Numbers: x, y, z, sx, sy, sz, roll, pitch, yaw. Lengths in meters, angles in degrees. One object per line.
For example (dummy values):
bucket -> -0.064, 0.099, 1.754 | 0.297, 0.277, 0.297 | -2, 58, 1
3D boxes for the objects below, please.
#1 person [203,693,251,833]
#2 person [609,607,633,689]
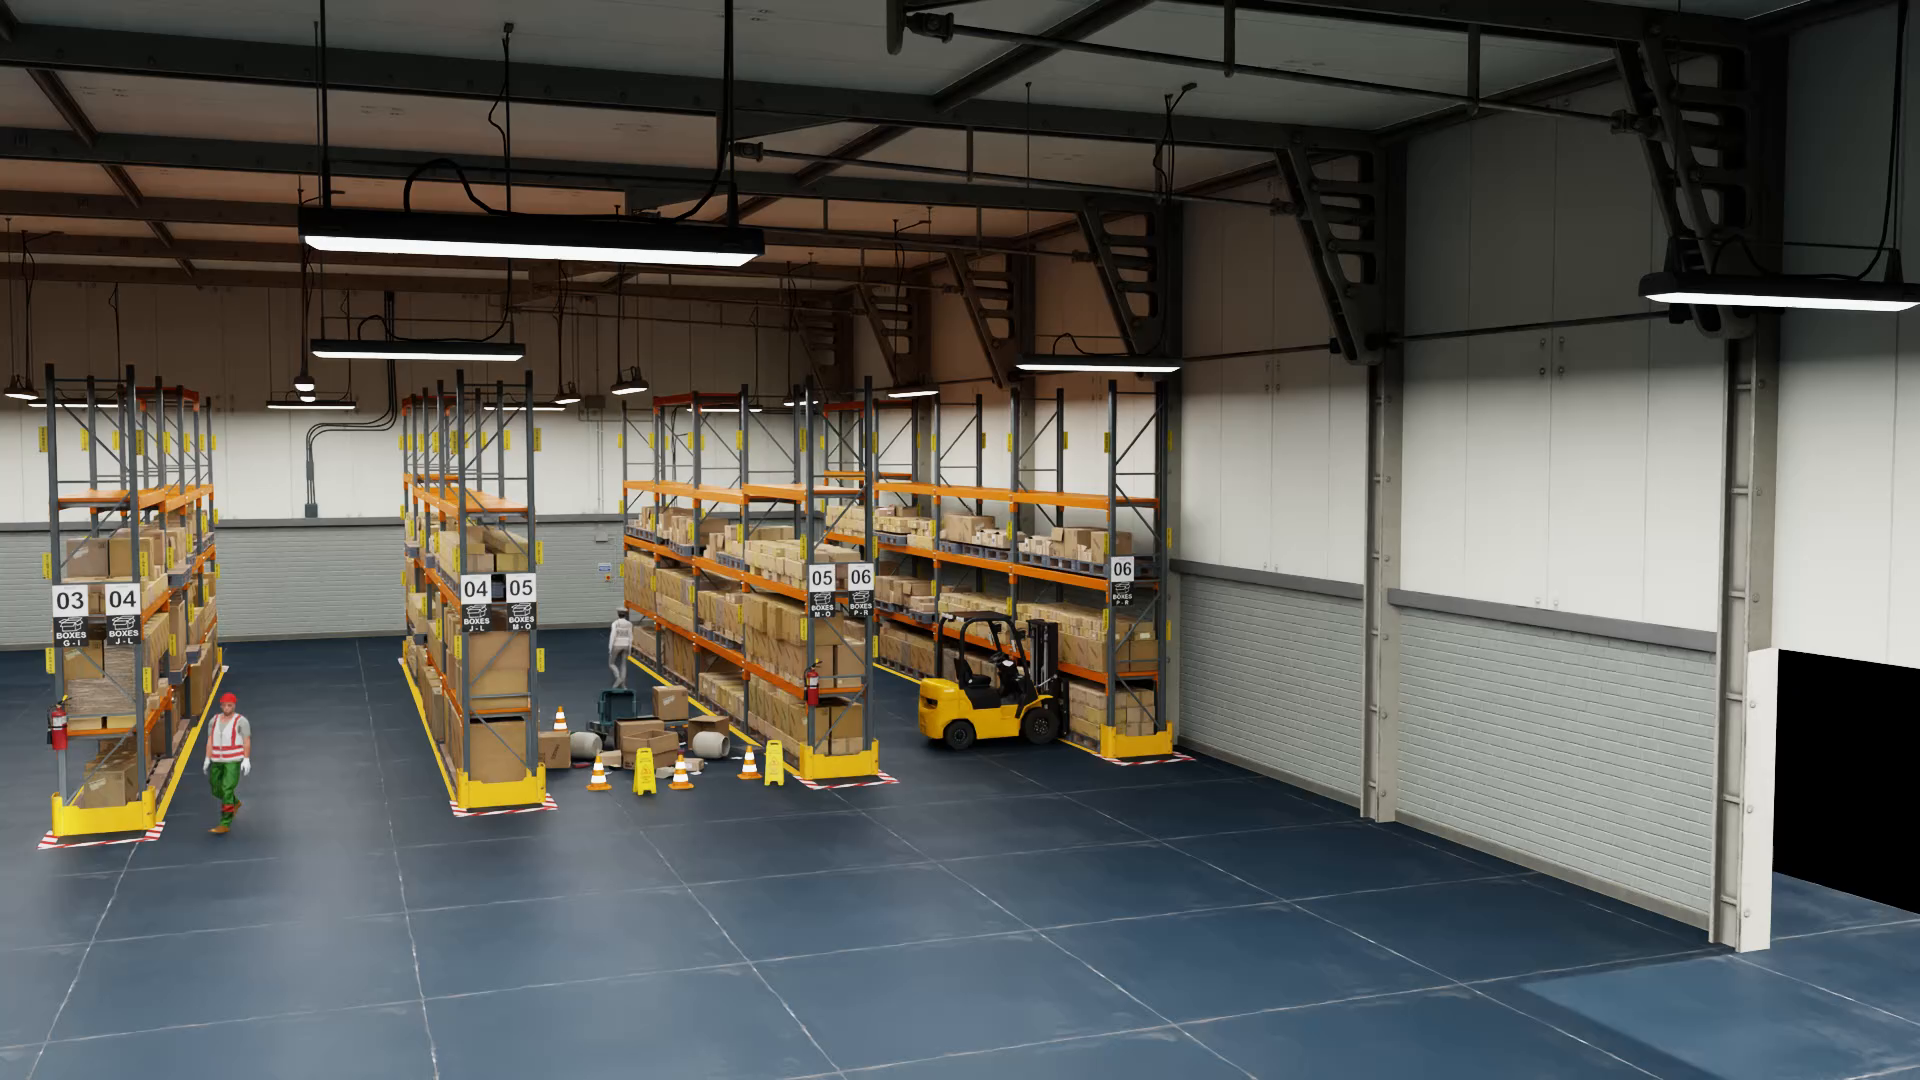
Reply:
person -> -9.471, 2.857, 21.503 | 0.566, 1.770, 0.888 | 0, 3, 7
person -> -6.843, 2.196, 33.588 | 0.520, 1.673, 0.424 | -2, 4, -31
